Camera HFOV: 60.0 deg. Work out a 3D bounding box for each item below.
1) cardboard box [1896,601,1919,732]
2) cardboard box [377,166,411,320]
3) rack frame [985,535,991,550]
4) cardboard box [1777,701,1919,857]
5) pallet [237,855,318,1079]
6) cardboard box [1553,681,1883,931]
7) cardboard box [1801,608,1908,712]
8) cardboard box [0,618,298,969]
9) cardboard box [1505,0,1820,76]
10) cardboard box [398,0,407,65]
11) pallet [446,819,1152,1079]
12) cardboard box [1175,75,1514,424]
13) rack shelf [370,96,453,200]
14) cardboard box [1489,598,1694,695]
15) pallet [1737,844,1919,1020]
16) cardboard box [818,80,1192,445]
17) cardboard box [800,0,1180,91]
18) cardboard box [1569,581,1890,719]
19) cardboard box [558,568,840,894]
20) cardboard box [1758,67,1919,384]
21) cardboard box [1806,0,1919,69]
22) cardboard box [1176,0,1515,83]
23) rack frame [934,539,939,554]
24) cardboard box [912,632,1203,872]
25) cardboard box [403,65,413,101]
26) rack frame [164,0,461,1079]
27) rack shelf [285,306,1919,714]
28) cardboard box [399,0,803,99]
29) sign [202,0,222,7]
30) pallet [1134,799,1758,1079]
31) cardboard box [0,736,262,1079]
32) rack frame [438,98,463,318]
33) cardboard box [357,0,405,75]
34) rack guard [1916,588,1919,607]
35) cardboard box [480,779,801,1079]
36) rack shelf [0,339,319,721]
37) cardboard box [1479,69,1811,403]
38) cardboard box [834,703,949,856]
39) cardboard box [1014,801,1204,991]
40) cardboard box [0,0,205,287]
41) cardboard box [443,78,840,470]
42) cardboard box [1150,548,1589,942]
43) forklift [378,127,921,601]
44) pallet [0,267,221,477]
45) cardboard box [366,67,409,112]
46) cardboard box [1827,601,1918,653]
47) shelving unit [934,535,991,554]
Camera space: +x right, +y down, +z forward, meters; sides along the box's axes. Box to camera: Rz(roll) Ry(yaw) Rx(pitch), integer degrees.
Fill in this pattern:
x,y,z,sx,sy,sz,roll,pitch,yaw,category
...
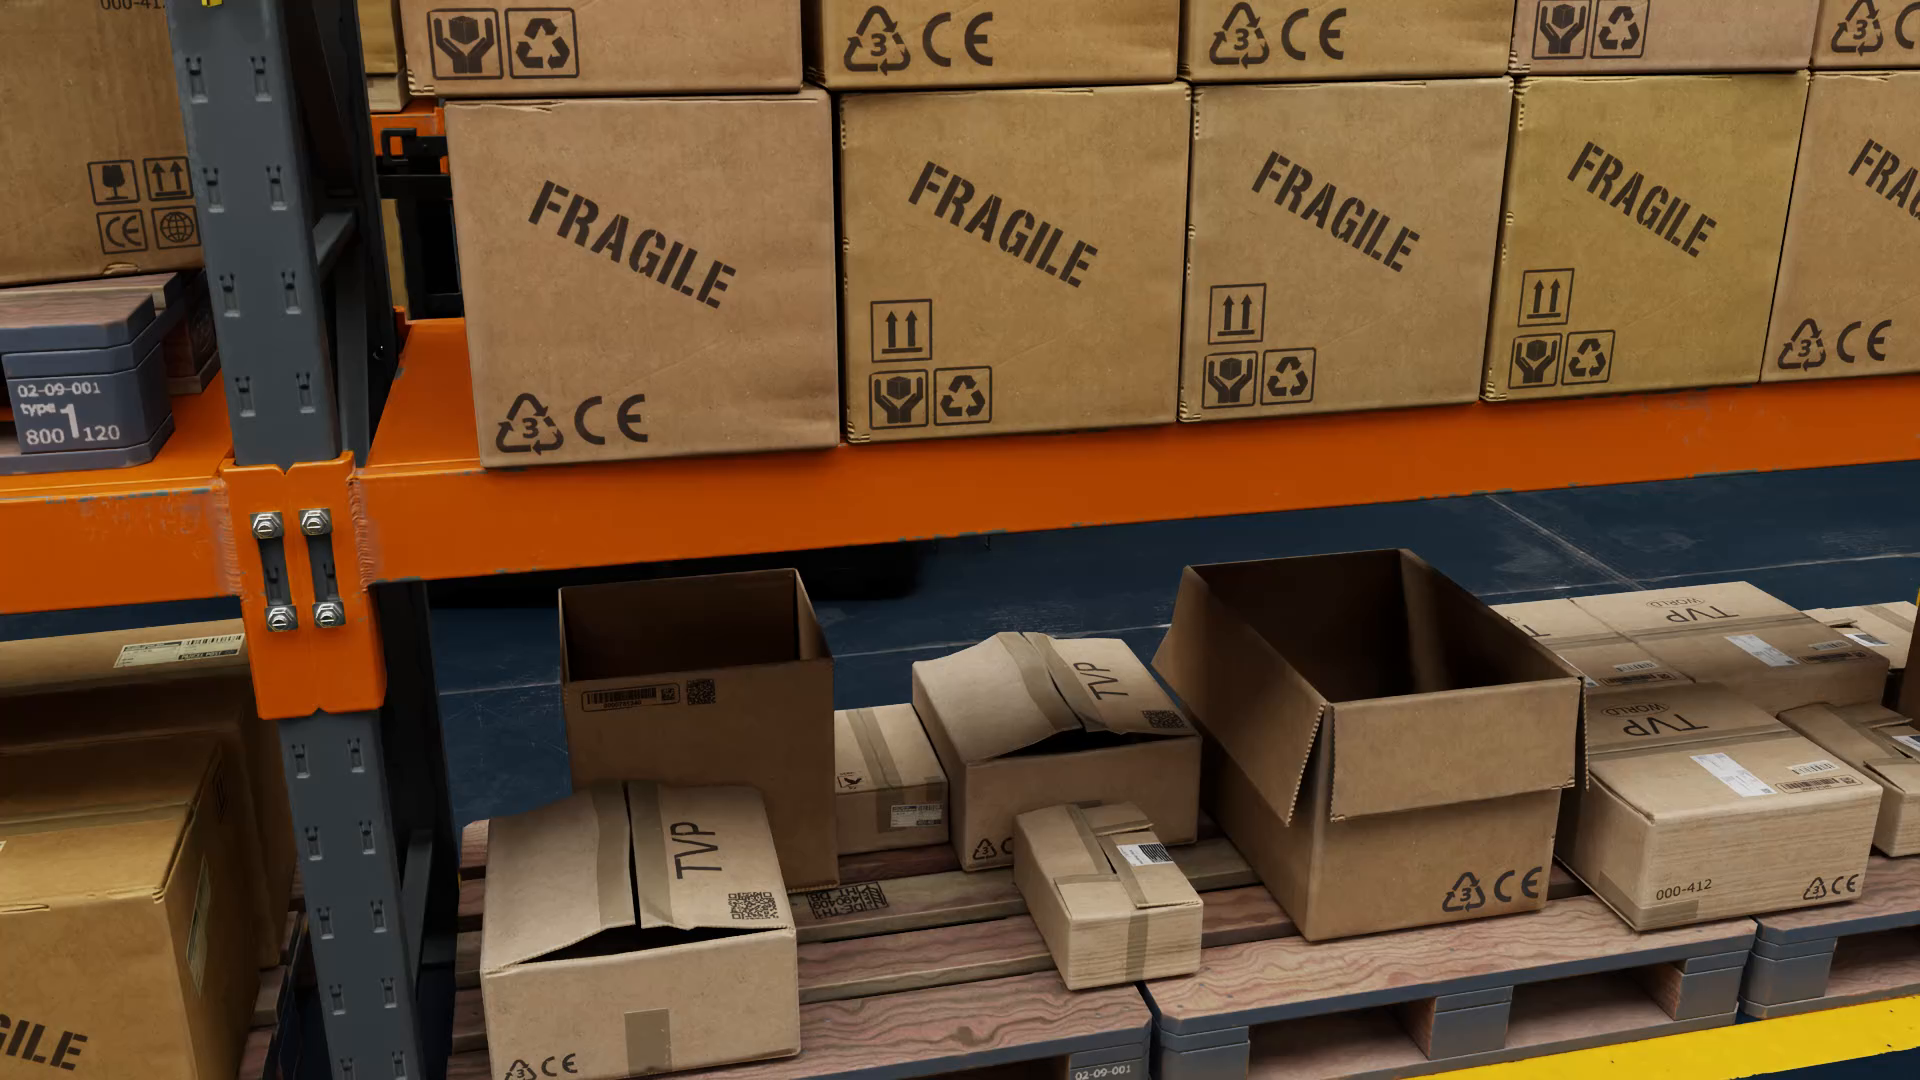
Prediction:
x,y,z,sx,sy,sz,roll,pitch,yaw,category
2.394,0.341,3.516,0.500,0.500,0.500,-5,21,-12,cardboard box
-2.772,-1.185,7.204,0.750,0.750,0.750,-4,21,-12,cardboard box
0.075,-0.569,5.625,0.006,1.200,0.240,-5,21,-12,rack frame
1.979,0.500,3.569,0.250,0.166,0.380,-5,21,-12,cardboard box
-1.809,0.952,2.910,1.213,0.211,1.003,-5,21,-12,pallet
1.463,0.524,3.382,0.500,0.250,0.500,-5,21,-12,cardboard box
2.137,0.310,4.086,0.250,0.166,0.380,-5,21,-12,cardboard box
-1.553,0.489,3.113,0.500,0.500,0.500,-6,21,-15,cardboard box
1.002,-1.017,2.631,0.500,0.500,0.500,-4,20,-11,cardboard box
-2.675,-2.337,7.225,0.500,0.500,0.500,-5,21,-14,cardboard box
-0.357,0.821,3.268,1.213,0.211,1.003,-5,21,-12,pallet
0.518,-0.511,2.704,0.500,0.500,0.500,-5,21,-13,cardboard box
-4.116,-1.596,6.858,4.000,0.370,1.077,-5,21,-12,rack shelf
1.299,0.360,3.828,0.500,0.250,0.500,-5,21,-12,cardboard box
2.017,0.628,3.795,1.213,0.211,1.003,-5,21,-12,pallet
0.030,-0.472,2.598,0.500,0.500,0.500,-4,21,-12,cardboard box
-0.001,-0.935,2.408,0.500,0.500,0.500,-5,21,-14,cardboard box
1.786,0.321,3.936,0.500,0.250,0.500,-5,21,-12,cardboard box
-0.537,0.392,3.377,0.500,0.500,0.500,-5,21,-12,cardboard box
1.503,-0.592,2.924,0.500,0.500,0.500,-4,21,-12,cardboard box
1.502,-1.058,2.742,0.500,0.500,0.500,-4,21,-11,cardboard box
0.500,-0.976,2.518,0.500,0.500,0.500,-5,21,-14,cardboard box
-0.103,-0.555,5.585,0.006,1.200,0.240,-5,21,-12,rack frame
0.193,0.422,3.572,0.500,0.311,0.500,-5,21,-12,cardboard box
-2.541,-2.024,7.315,0.250,0.149,0.380,-5,21,-14,cardboard box
-1.026,-0.435,2.640,0.127,3.000,1.000,-5,21,-12,rack frame
0.920,-0.255,3.196,4.000,0.370,1.077,-5,21,-12,rack shelf
-0.503,-0.894,2.296,0.500,0.500,0.500,-4,21,-11,cardboard box
-0.895,-0.793,1.935,0.005,0.325,0.100,-5,21,-12,sign
0.832,0.723,3.535,1.213,0.211,1.003,-5,21,-12,pallet
-1.440,0.667,2.626,0.500,0.500,0.500,-5,21,-13,cardboard box
-2.169,-2.093,7.166,0.127,3.000,1.000,-5,21,-12,rack frame
-2.561,-2.168,6.764,0.500,0.500,0.500,-5,21,-13,cardboard box
2.793,0.428,3.918,0.348,0.500,1.175,-5,21,-12,rack guard
-0.568,0.660,2.920,0.500,0.311,0.500,-5,21,-12,cardboard box
-2.972,0.061,2.332,4.000,0.370,1.077,-5,21,-12,rack shelf
1.012,-0.552,2.815,0.500,0.500,0.500,-5,21,-13,cardboard box
-0.186,0.508,3.573,0.250,0.149,0.380,-5,21,-12,cardboard box
0.272,0.656,3.141,0.250,0.166,0.380,-5,21,-12,cardboard box
-1.538,-0.716,2.653,0.500,0.500,0.700,-13,24,-31,cardboard box
-0.467,-0.431,2.484,0.500,0.500,0.500,-4,21,-11,cardboard box
0.801,0.380,3.405,0.637,0.503,0.797,-5,21,-12,cardboard box
-1.654,-1.349,5.236,3.031,2.935,1.130,-1,20,-2,forklift
-1.829,-0.318,2.601,1.213,0.211,1.003,-5,21,-12,pallet
-2.433,-1.862,6.874,0.250,0.149,0.380,-4,21,-12,cardboard box
2.380,0.299,4.143,0.250,0.149,0.380,-5,21,-12,cardboard box
-0.014,-0.562,5.605,0.189,1.200,0.258,-5,21,-12,shelving unit
